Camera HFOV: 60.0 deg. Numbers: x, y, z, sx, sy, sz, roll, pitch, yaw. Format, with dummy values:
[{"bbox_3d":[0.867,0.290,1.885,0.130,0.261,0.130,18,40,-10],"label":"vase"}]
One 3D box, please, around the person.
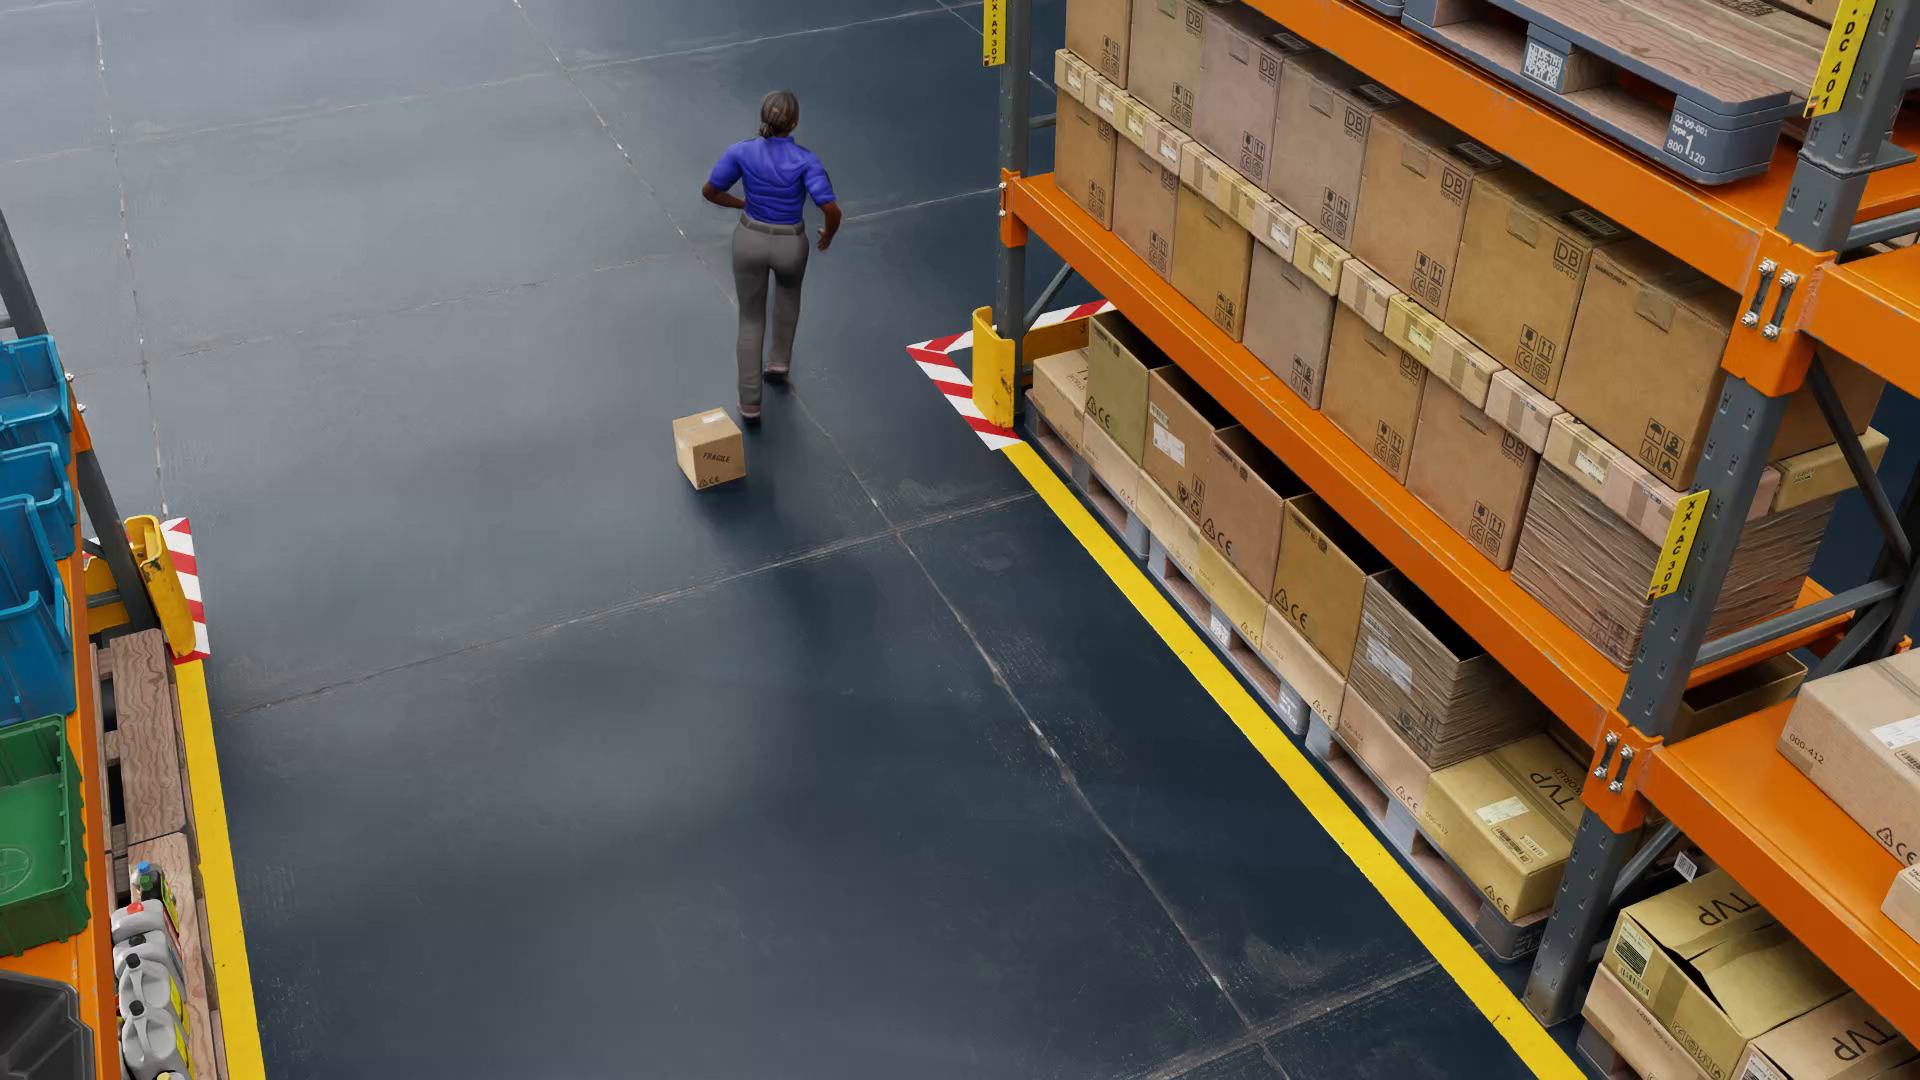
[{"bbox_3d":[-0.872,-1.368,7.969,0.651,1.676,0.635,-1,37,-1],"label":"person"}]
